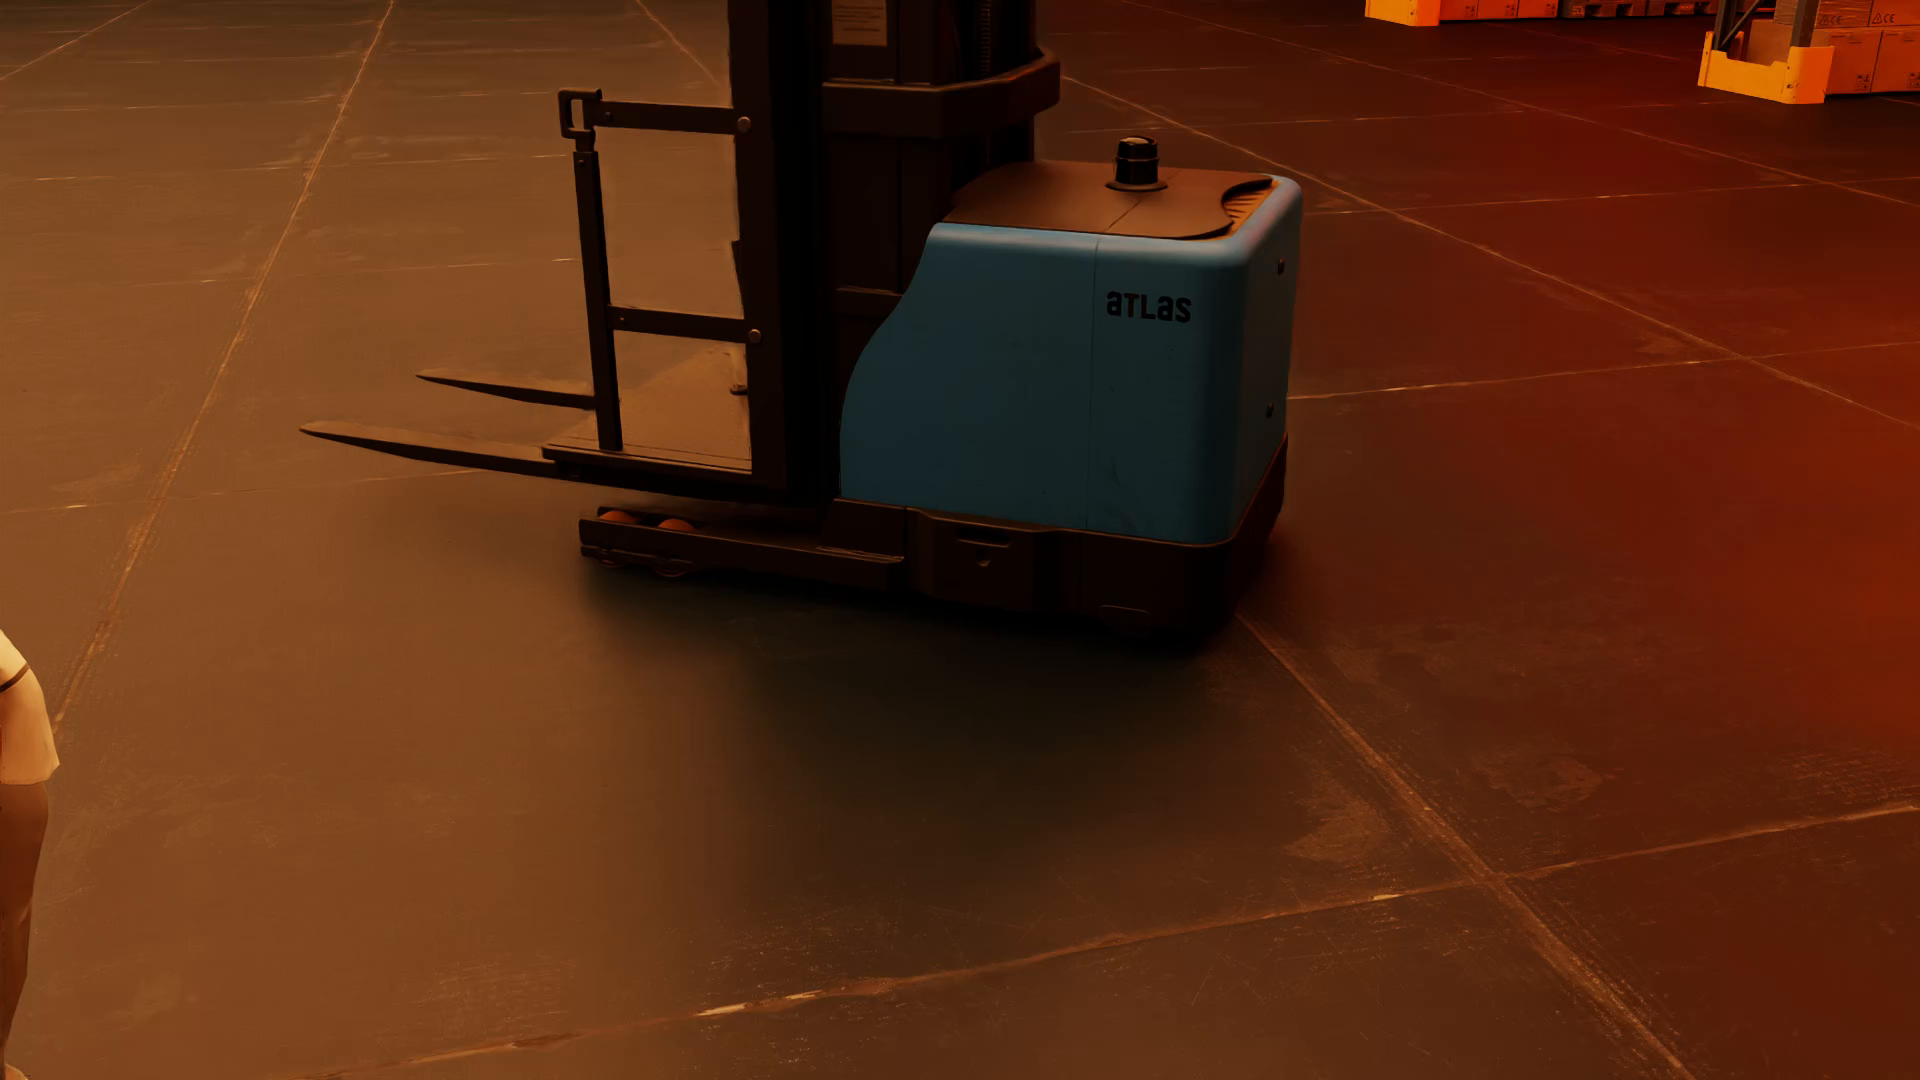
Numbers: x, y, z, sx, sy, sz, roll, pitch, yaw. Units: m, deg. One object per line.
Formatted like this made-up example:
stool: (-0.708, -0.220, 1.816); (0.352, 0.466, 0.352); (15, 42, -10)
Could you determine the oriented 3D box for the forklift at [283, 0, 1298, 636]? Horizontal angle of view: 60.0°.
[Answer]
forklift: (-0.589, -1.415, 4.635); (3.031, 2.935, 1.130); (7, 24, 16)
